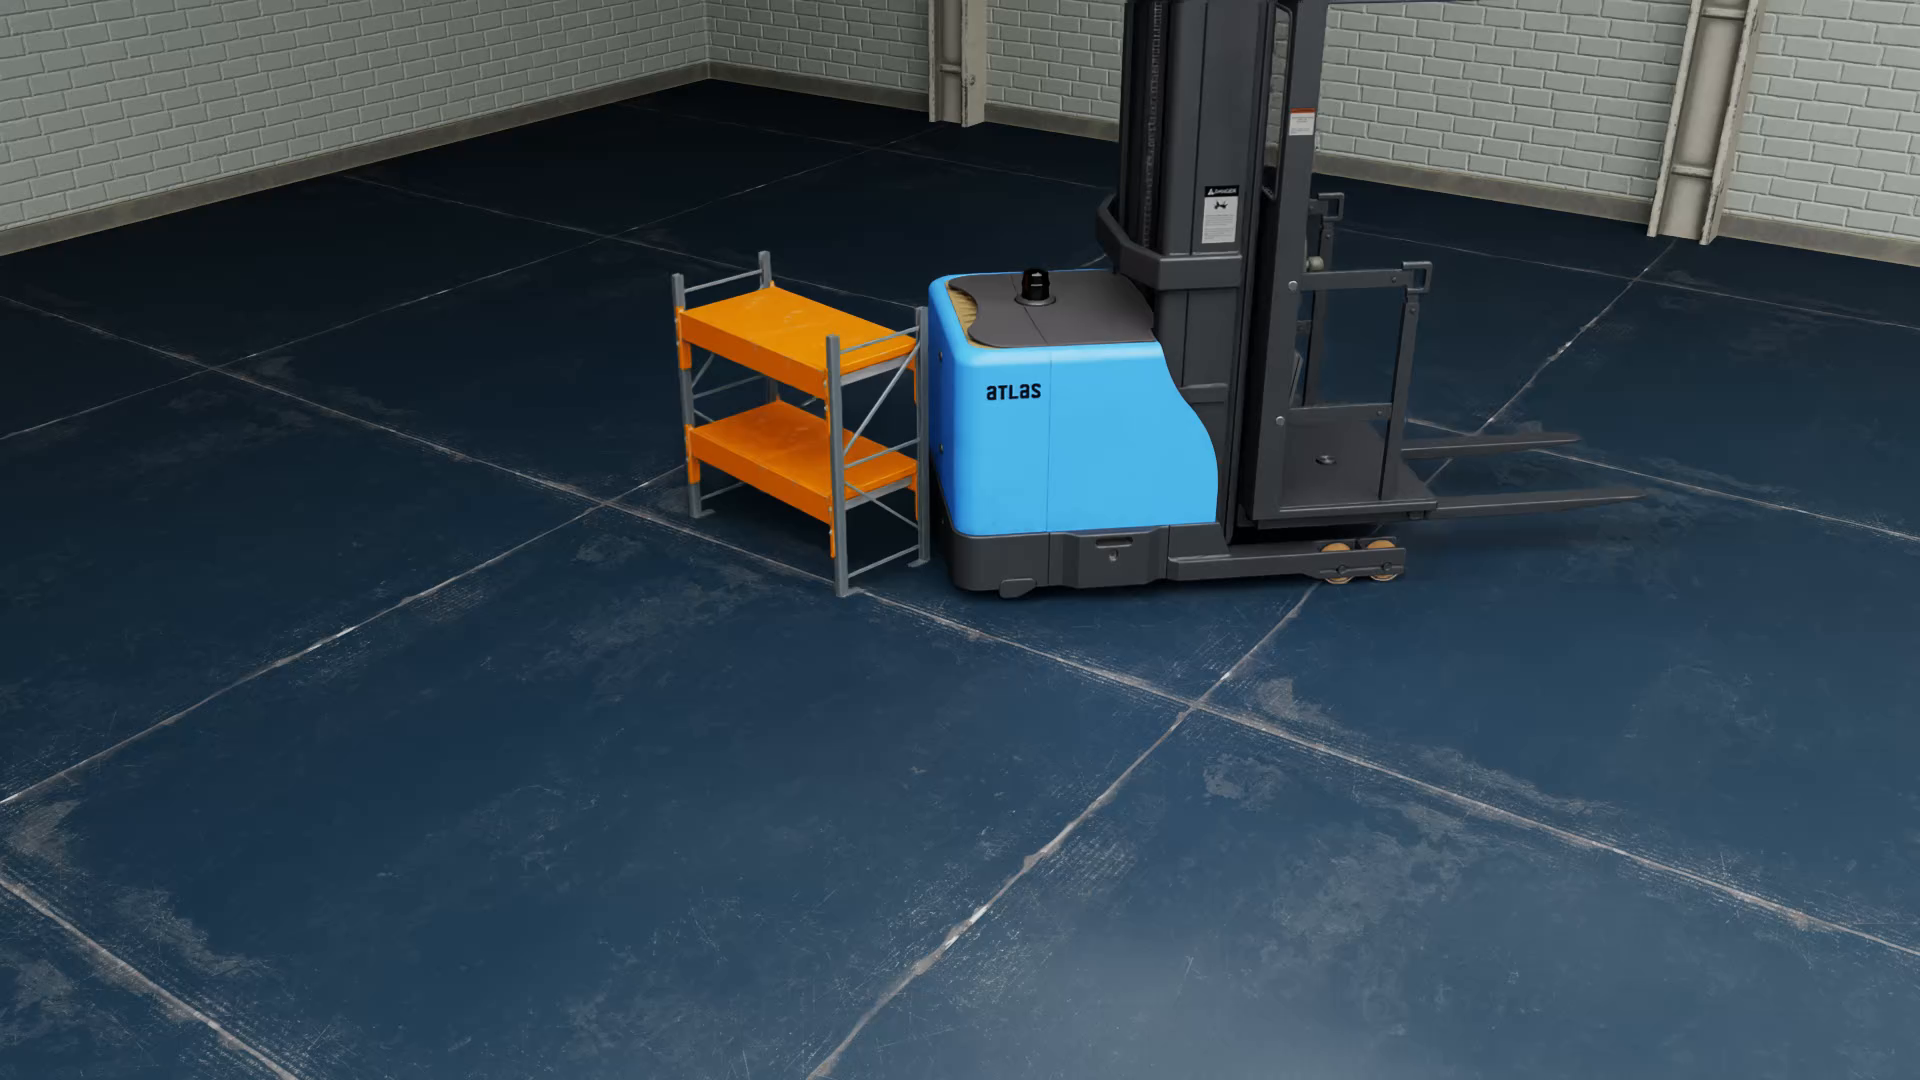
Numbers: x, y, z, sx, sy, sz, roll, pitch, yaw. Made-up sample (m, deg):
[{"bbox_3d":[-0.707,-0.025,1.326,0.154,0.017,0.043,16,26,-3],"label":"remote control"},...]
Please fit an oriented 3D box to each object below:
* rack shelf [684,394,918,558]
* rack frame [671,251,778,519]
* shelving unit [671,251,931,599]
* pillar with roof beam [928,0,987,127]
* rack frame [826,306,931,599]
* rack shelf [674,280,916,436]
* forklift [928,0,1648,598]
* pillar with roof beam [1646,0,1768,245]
[{"bbox_3d":[-0.667,-0.293,7.125,0.538,0.278,1.000,-23,35,-38],"label":"rack shelf"},{"bbox_3d":[-1.017,-0.678,7.343,0.500,1.125,0.032,-23,35,-38],"label":"rack frame"},{"bbox_3d":[-0.667,-0.511,7.014,0.538,1.125,1.048,-23,35,-38],"label":"shelving unit"},{"bbox_3d":[-2.459,-6.023,9.163,0.400,9.000,9.100,17,32,30],"label":"pillar with roof beam"},{"bbox_3d":[-0.317,-0.344,6.686,0.500,1.125,0.032,-23,35,-38],"label":"rack frame"},{"bbox_3d":[-0.667,-0.772,6.881,0.538,0.278,1.000,-23,35,-38],"label":"rack shelf"},{"bbox_3d":[1.410,-1.358,6.687,3.031,2.935,1.130,-3,27,-7],"label":"forklift"},{"bbox_3d":[2.487,-4.482,6.135,0.400,9.000,9.100,17,32,30],"label":"pillar with roof beam"}]
